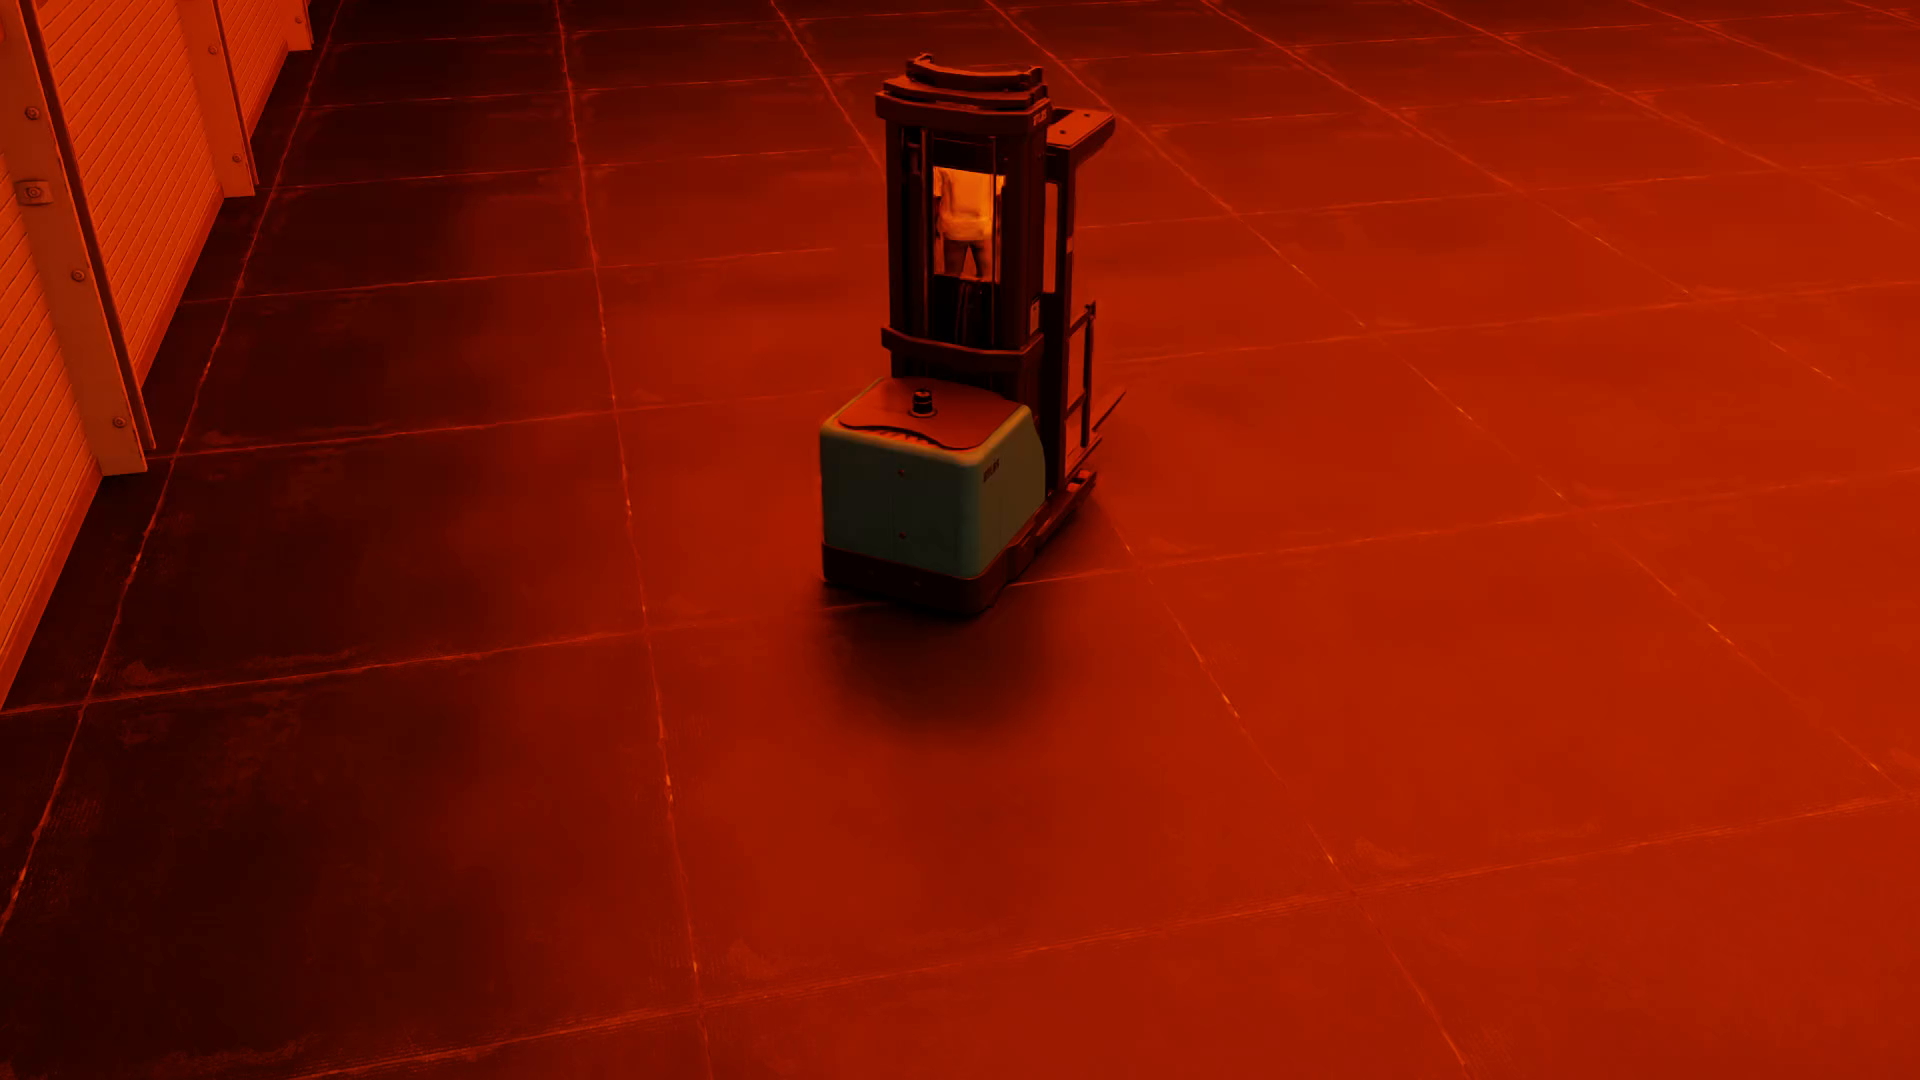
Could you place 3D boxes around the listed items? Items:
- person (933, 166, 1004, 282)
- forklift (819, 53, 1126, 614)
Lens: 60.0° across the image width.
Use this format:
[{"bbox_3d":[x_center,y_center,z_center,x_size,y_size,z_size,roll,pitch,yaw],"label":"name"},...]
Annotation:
[{"bbox_3d":[0.068,-2.428,12.942,0.626,1.759,0.463,0,30,0],"label":"person"},{"bbox_3d":[0.253,-1.556,10.263,1.130,2.935,3.031,13,33,21],"label":"forklift"}]
